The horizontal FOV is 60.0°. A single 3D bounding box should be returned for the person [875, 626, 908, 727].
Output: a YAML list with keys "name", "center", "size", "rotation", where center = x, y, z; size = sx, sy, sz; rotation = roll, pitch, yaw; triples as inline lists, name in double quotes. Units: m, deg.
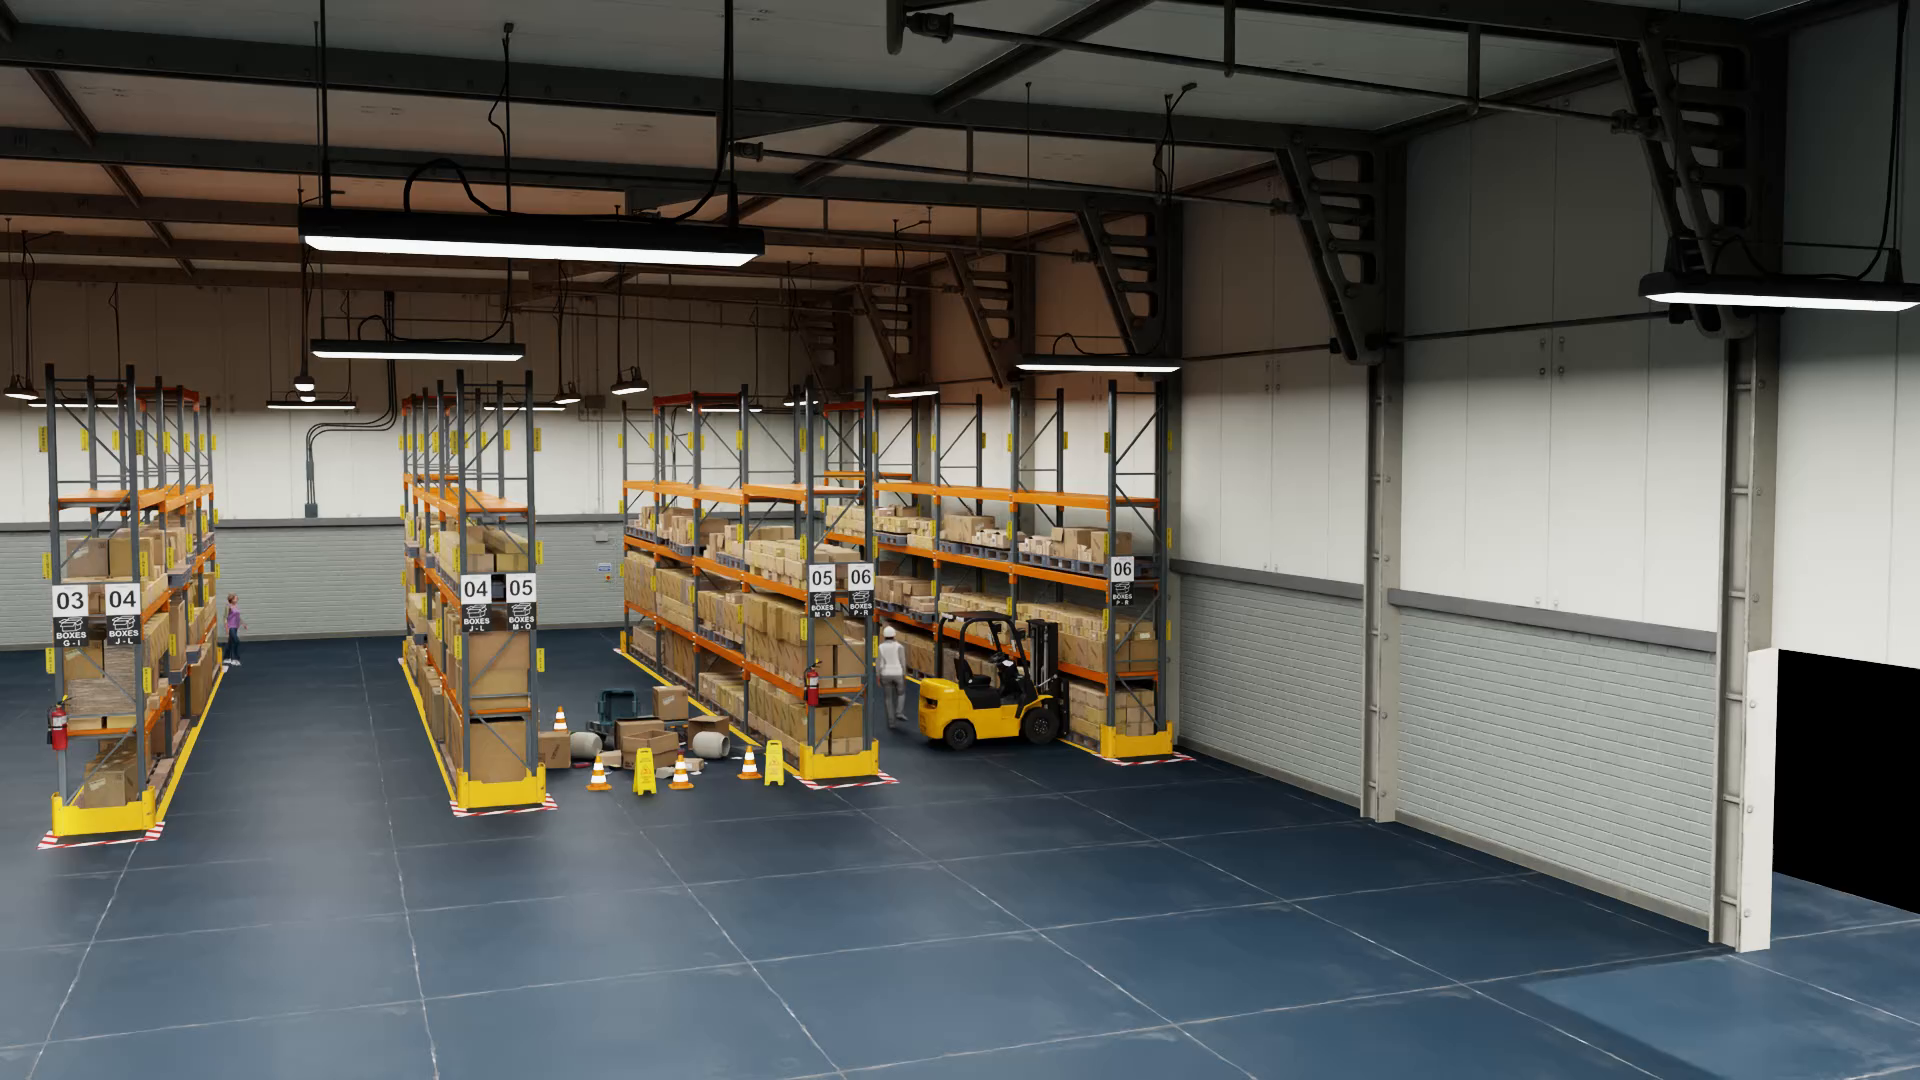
- name: "person"
  center: [-1.211, 2.399, 29.316]
  size: [0.581, 1.764, 0.481]
  rotation: [0, 3, -3]

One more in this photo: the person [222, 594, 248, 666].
- name: "person"
  center: [-16.413, 2.037, 37.532]
  size: [0.544, 1.657, 0.445]
  rotation: [0, 3, 3]
